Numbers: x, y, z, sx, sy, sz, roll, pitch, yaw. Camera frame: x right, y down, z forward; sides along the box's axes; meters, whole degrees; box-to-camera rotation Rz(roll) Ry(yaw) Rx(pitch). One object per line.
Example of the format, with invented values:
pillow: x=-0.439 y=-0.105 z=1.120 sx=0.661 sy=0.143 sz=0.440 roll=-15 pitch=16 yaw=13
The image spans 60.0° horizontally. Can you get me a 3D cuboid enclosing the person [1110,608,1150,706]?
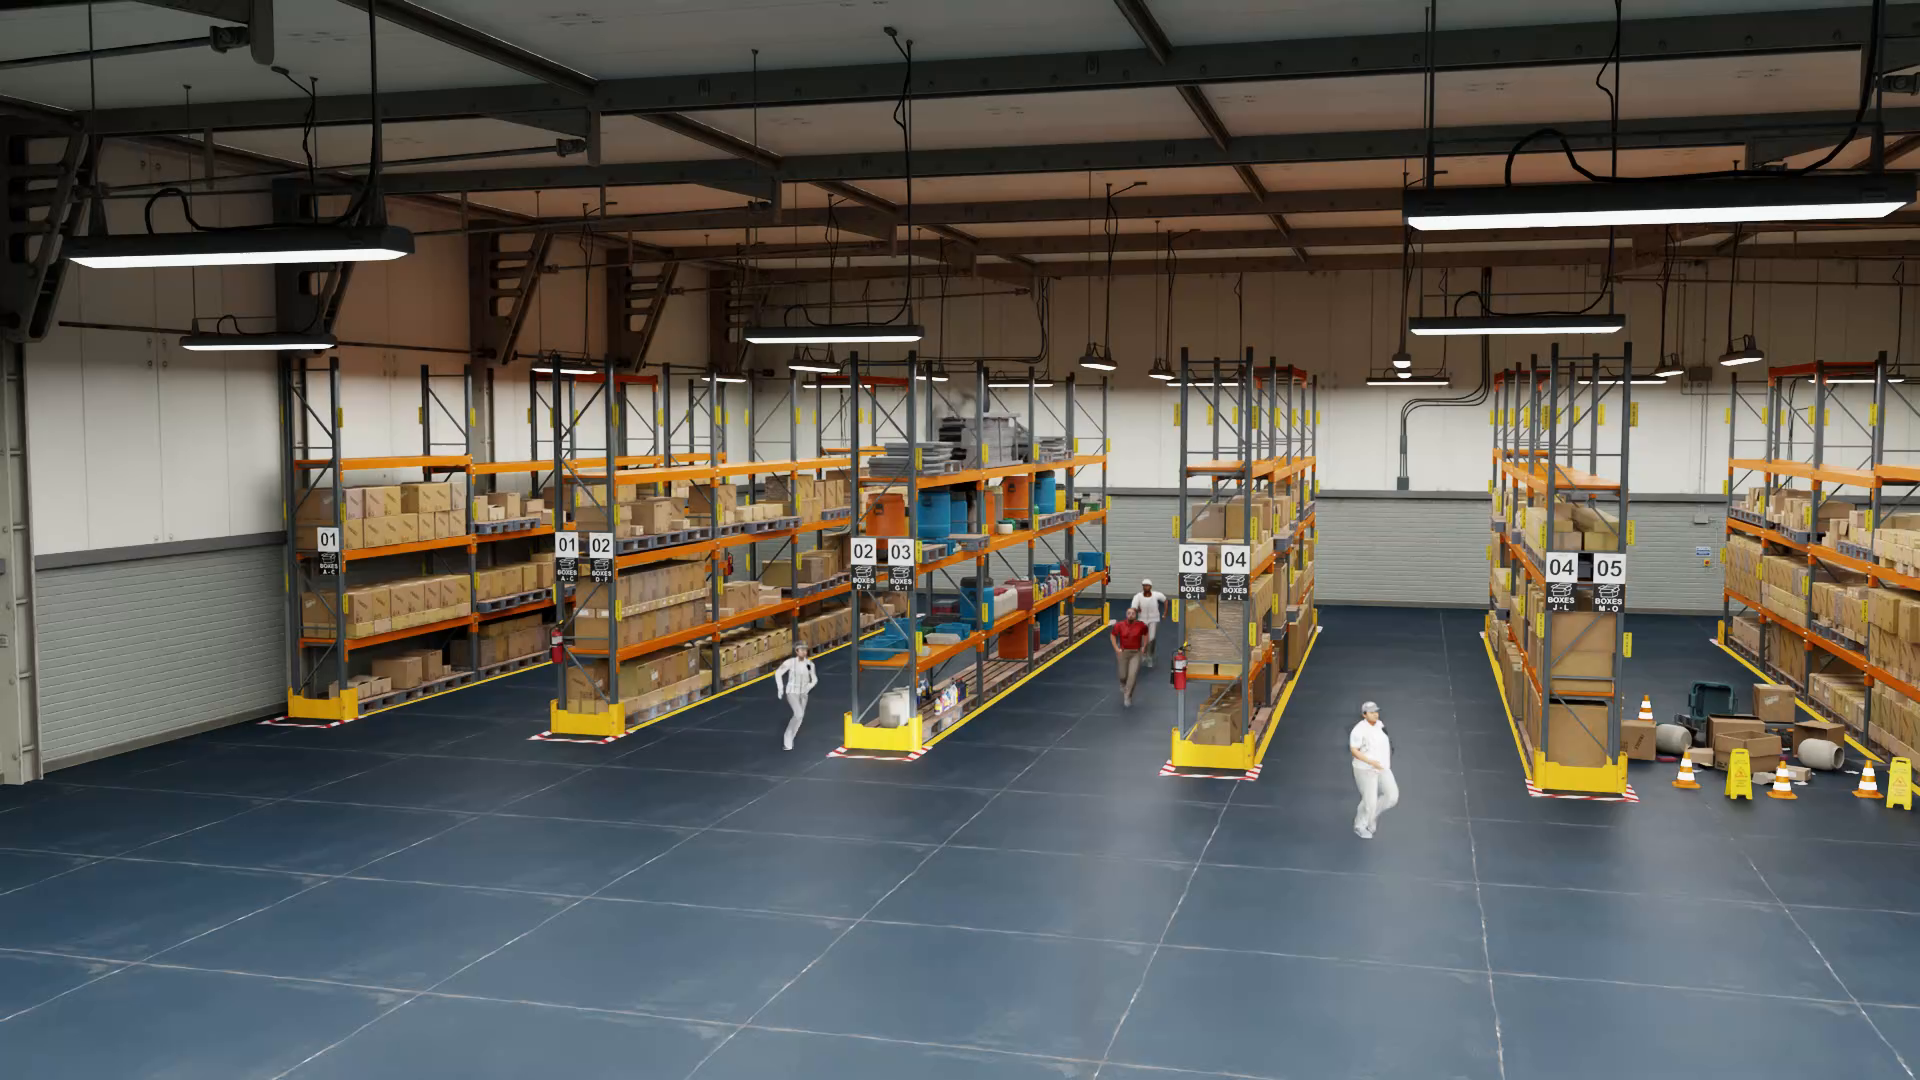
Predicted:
person: x=2.987 y=2.027 z=29.219 sx=0.687 sy=1.707 sz=0.765 roll=0 pitch=4 yaw=3

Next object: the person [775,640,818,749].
person: x=-2.414 y=2.336 z=25.037 sx=0.604 sy=1.644 sz=0.559 roll=-2 pitch=5 yaw=-27

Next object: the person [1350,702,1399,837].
person: x=4.937 y=2.738 z=19.827 sx=0.617 sy=1.629 sz=0.537 roll=-3 pitch=5 yaw=-31

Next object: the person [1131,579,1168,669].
person: x=3.803 y=1.672 z=33.421 sx=0.710 sy=1.800 sz=0.894 roll=1 pitch=4 yaw=16

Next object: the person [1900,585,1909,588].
person: x=18.315 y=1.705 z=32.337 sx=0.661 sy=1.769 sz=0.993 roll=1 pitch=4 yaw=9
